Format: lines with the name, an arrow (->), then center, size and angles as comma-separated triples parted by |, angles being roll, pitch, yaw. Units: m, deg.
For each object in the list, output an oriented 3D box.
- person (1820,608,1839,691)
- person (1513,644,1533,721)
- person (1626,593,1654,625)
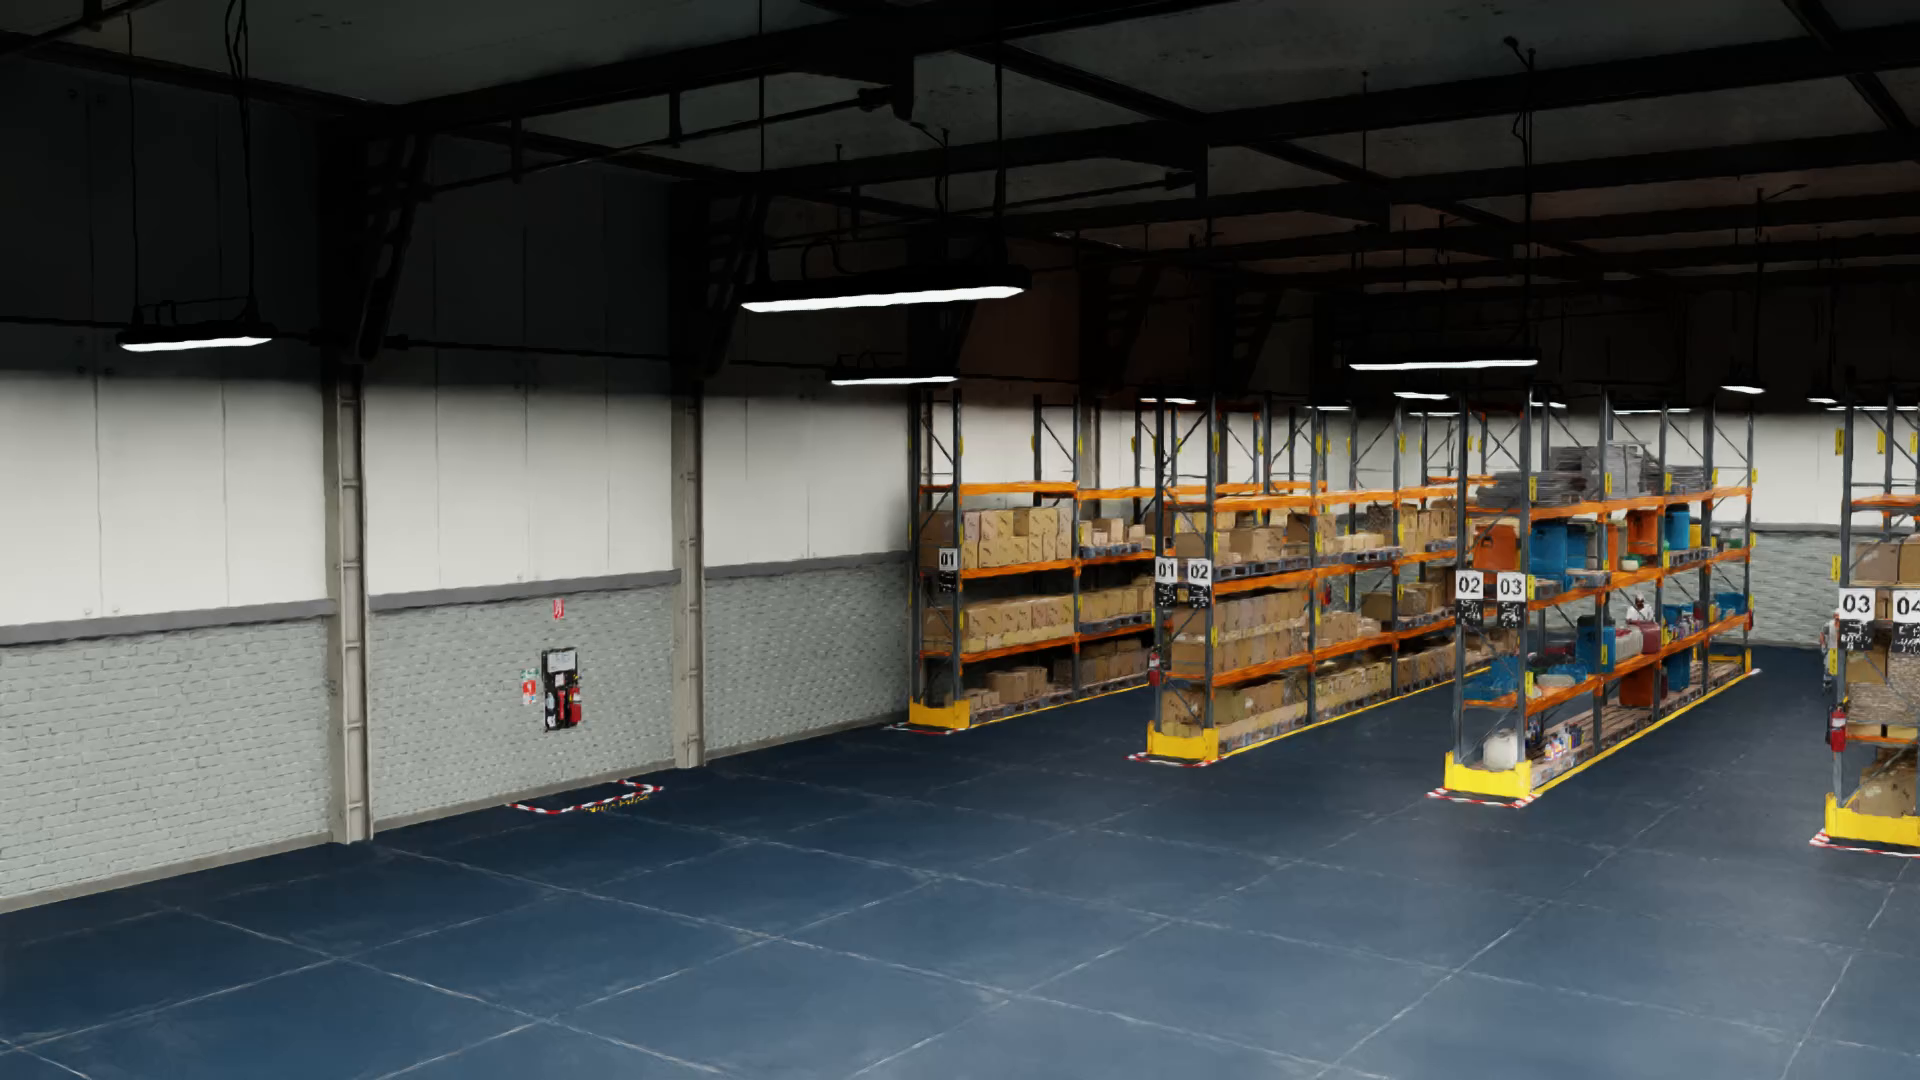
person -> 17.725, 2.227, 33.577 | 0.677, 1.741, 0.552 | 2, 4, 34
person -> 9.867, 2.570, 29.237 | 0.562, 1.530, 0.815 | 3, 4, 42
person -> 15.236, 2.021, 37.302 | 0.577, 1.691, 1.121 | 3, 4, 38
